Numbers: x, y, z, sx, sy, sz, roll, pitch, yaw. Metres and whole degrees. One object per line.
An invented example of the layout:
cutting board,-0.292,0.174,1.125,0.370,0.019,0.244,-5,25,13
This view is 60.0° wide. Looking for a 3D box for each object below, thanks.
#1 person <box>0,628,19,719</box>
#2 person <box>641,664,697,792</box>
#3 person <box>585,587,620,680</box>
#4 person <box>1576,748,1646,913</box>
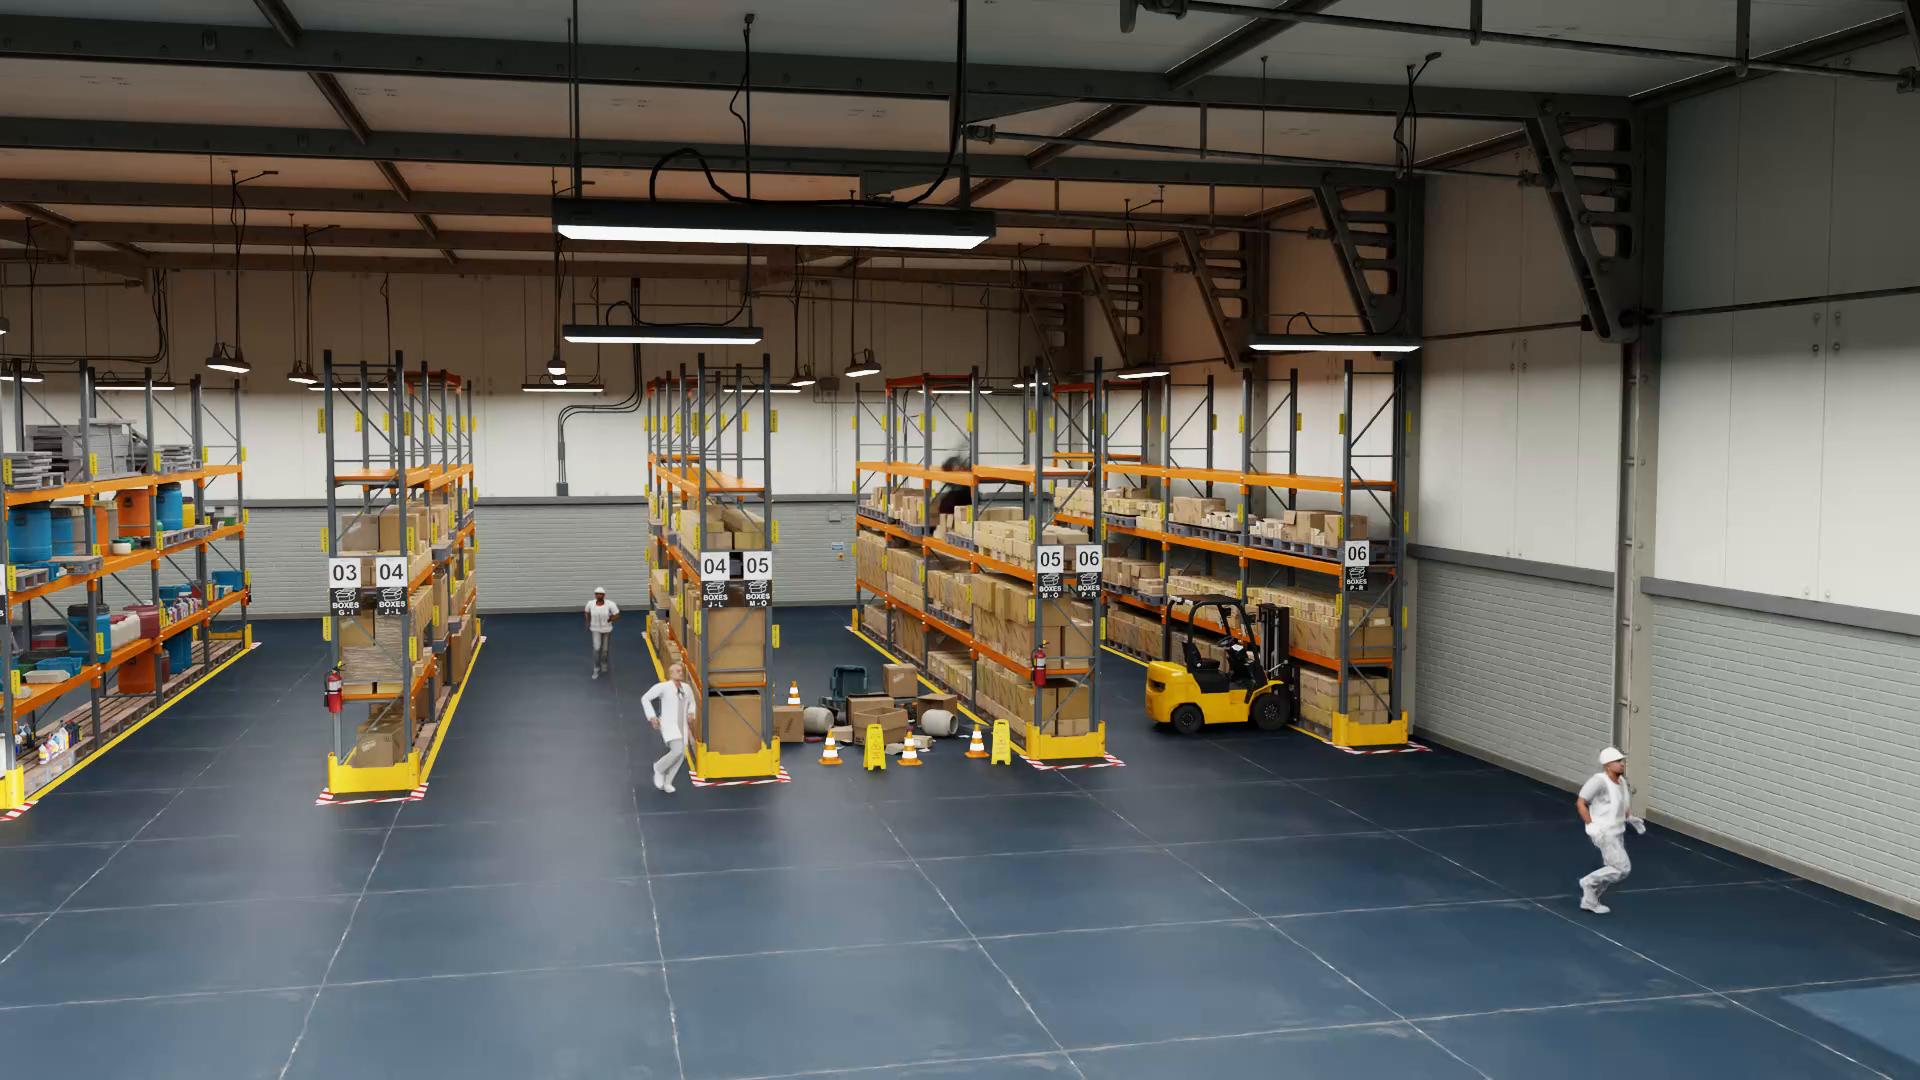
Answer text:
person,-16.369,2.194,28.302,0.652,1.678,0.640,-1,4,-13
person,-3.891,2.566,22.732,0.594,1.724,0.749,3,5,39
person,-7.081,1.830,32.945,0.686,1.821,0.785,-1,4,-11
person,6.622,2.967,16.921,0.631,1.715,0.601,-4,5,-43
